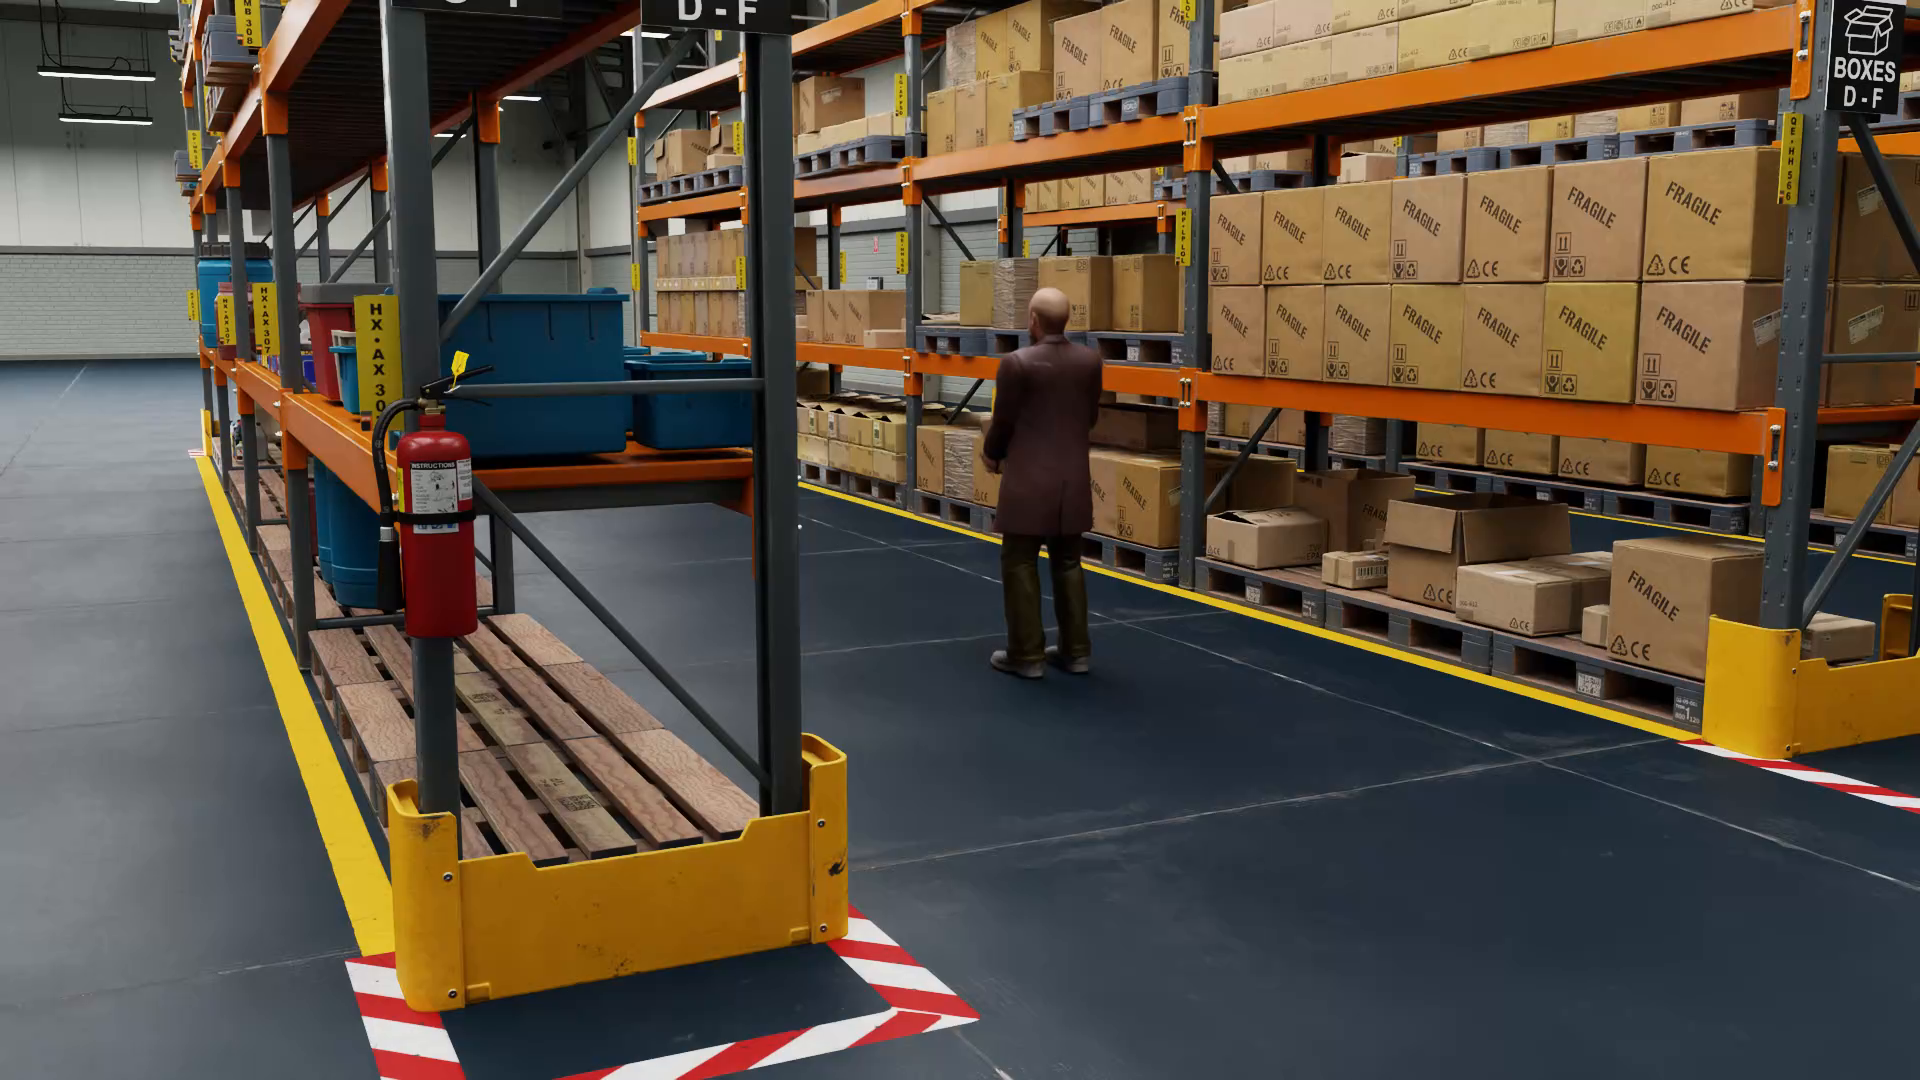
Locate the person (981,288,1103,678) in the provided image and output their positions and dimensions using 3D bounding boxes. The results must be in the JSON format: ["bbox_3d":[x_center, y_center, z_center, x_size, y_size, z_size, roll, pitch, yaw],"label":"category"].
[{"bbox_3d":[0.351,-0.277,7.760,0.542,1.779,0.541,-4,9,-26],"label":"person"}]
